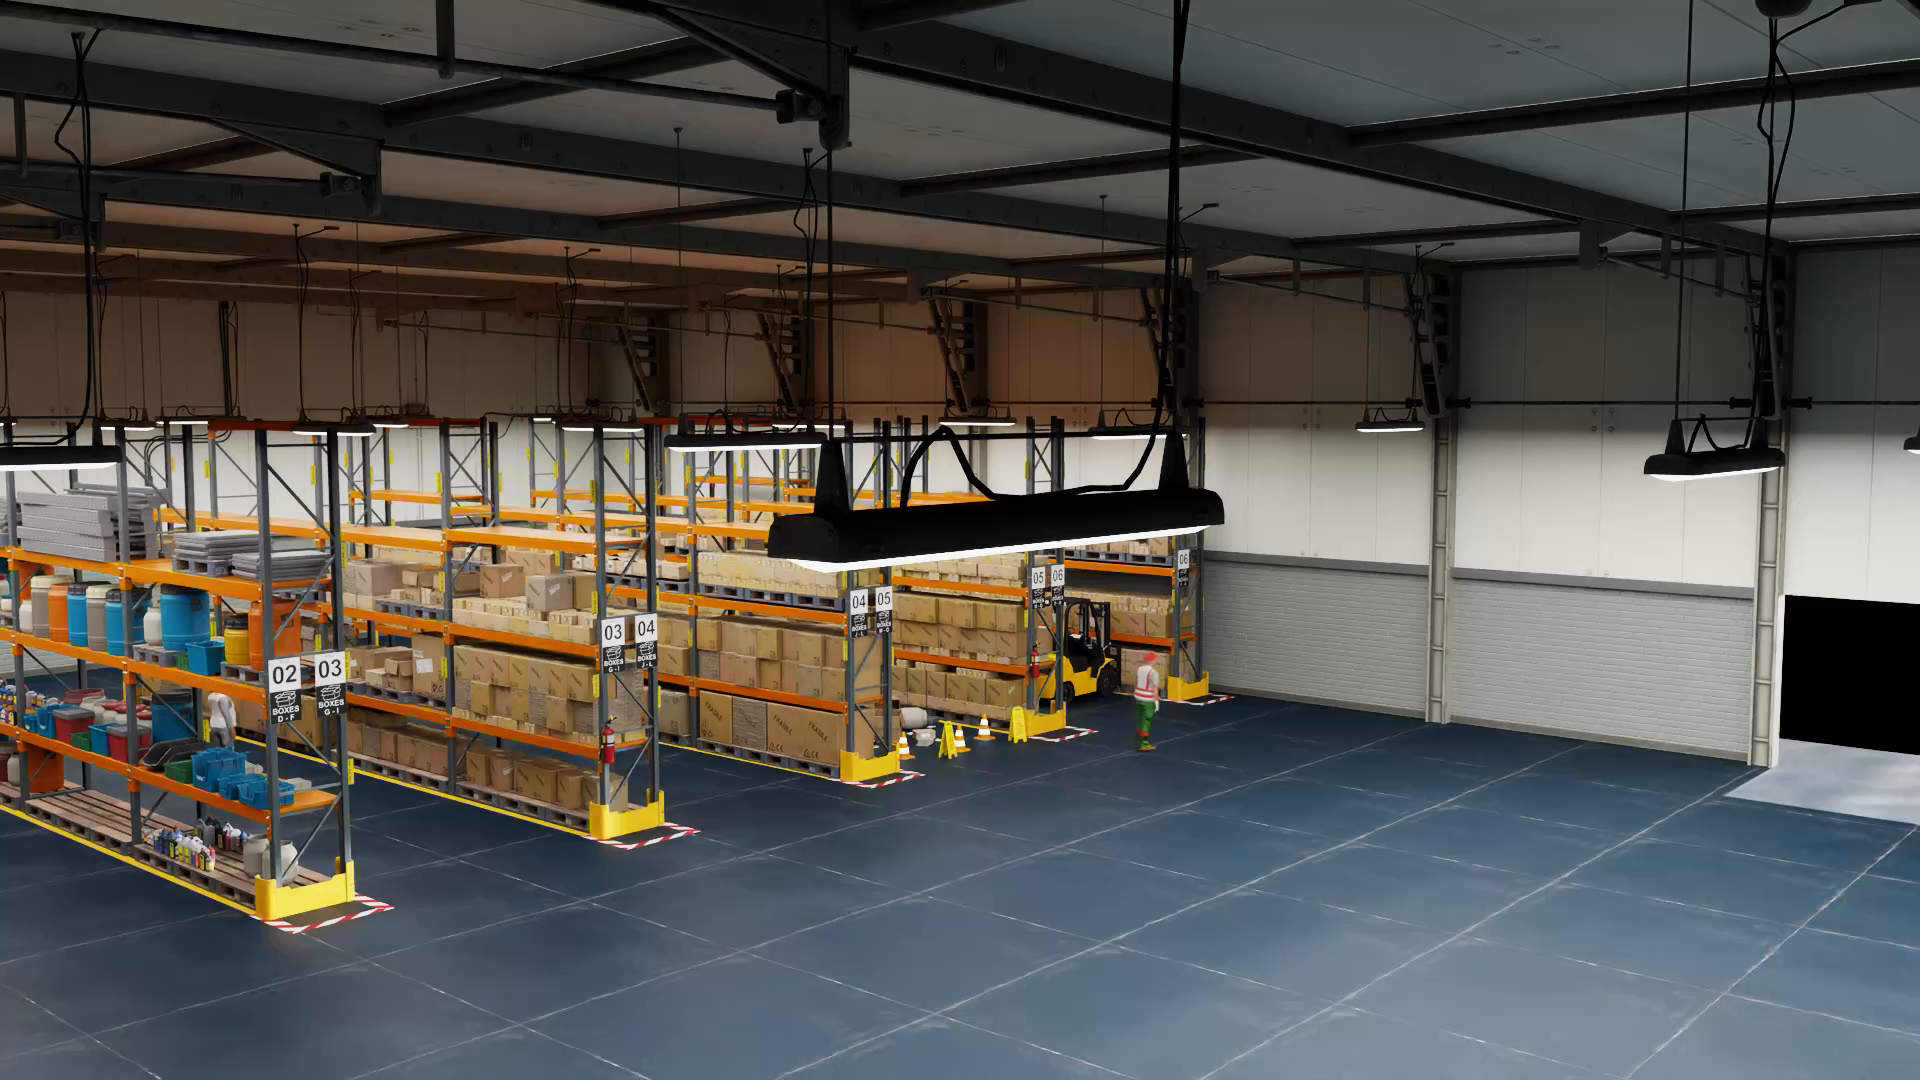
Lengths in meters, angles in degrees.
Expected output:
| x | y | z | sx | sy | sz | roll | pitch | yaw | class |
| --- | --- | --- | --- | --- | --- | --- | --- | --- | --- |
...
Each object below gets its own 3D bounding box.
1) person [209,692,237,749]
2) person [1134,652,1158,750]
| x | y | z | sx | sy | sz | roll | pitch | yaw | class |
| --- | --- | --- | --- | --- | --- | --- | --- | --- | --- |
| -12.308 | 3.146 | 27.784 | 0.547 | 1.806 | 0.388 | 3 | 5 | 28 | person |
| 3.399 | 2.923 | 30.242 | 0.394 | 1.794 | 0.584 | -4 | 6 | -39 | person |
